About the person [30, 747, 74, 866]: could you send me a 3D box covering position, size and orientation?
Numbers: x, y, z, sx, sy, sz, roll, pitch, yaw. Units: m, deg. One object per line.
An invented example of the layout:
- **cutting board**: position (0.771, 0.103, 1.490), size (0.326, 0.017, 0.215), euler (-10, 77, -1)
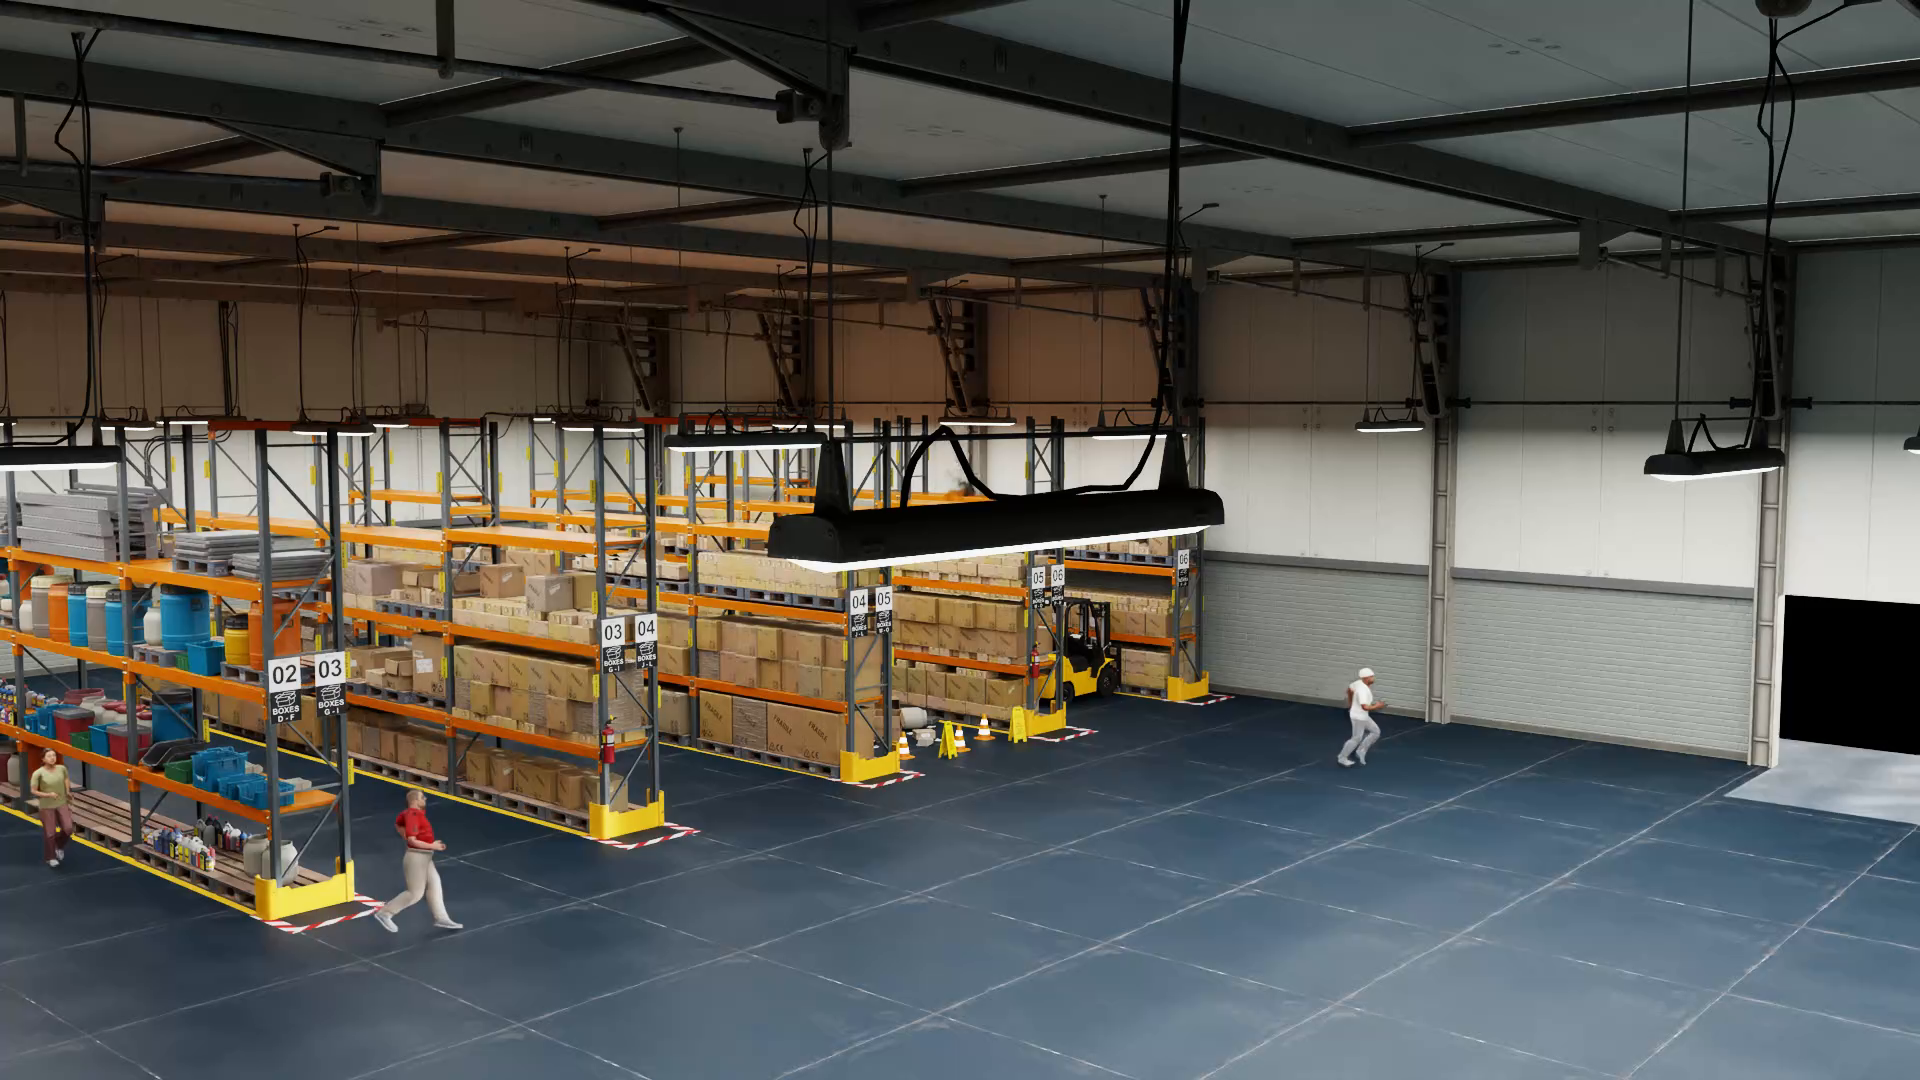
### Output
- **person**: position (-12.306, 3.645, 22.604), size (0.562, 1.603, 0.564), euler (4, 6, 42)

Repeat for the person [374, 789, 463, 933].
- **person**: position (-6.461, 3.826, 19.799), size (0.994, 1.728, 0.696), euler (-1, 5, -17)

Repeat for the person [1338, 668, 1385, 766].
- **person**: position (6.942, 3.061, 28.725), size (0.785, 1.722, 0.737), euler (1, 5, 16)

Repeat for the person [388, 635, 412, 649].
- **person**: position (-13.579, 2.125, 40.271), size (0.686, 1.770, 0.925), euler (5, 7, 44)
